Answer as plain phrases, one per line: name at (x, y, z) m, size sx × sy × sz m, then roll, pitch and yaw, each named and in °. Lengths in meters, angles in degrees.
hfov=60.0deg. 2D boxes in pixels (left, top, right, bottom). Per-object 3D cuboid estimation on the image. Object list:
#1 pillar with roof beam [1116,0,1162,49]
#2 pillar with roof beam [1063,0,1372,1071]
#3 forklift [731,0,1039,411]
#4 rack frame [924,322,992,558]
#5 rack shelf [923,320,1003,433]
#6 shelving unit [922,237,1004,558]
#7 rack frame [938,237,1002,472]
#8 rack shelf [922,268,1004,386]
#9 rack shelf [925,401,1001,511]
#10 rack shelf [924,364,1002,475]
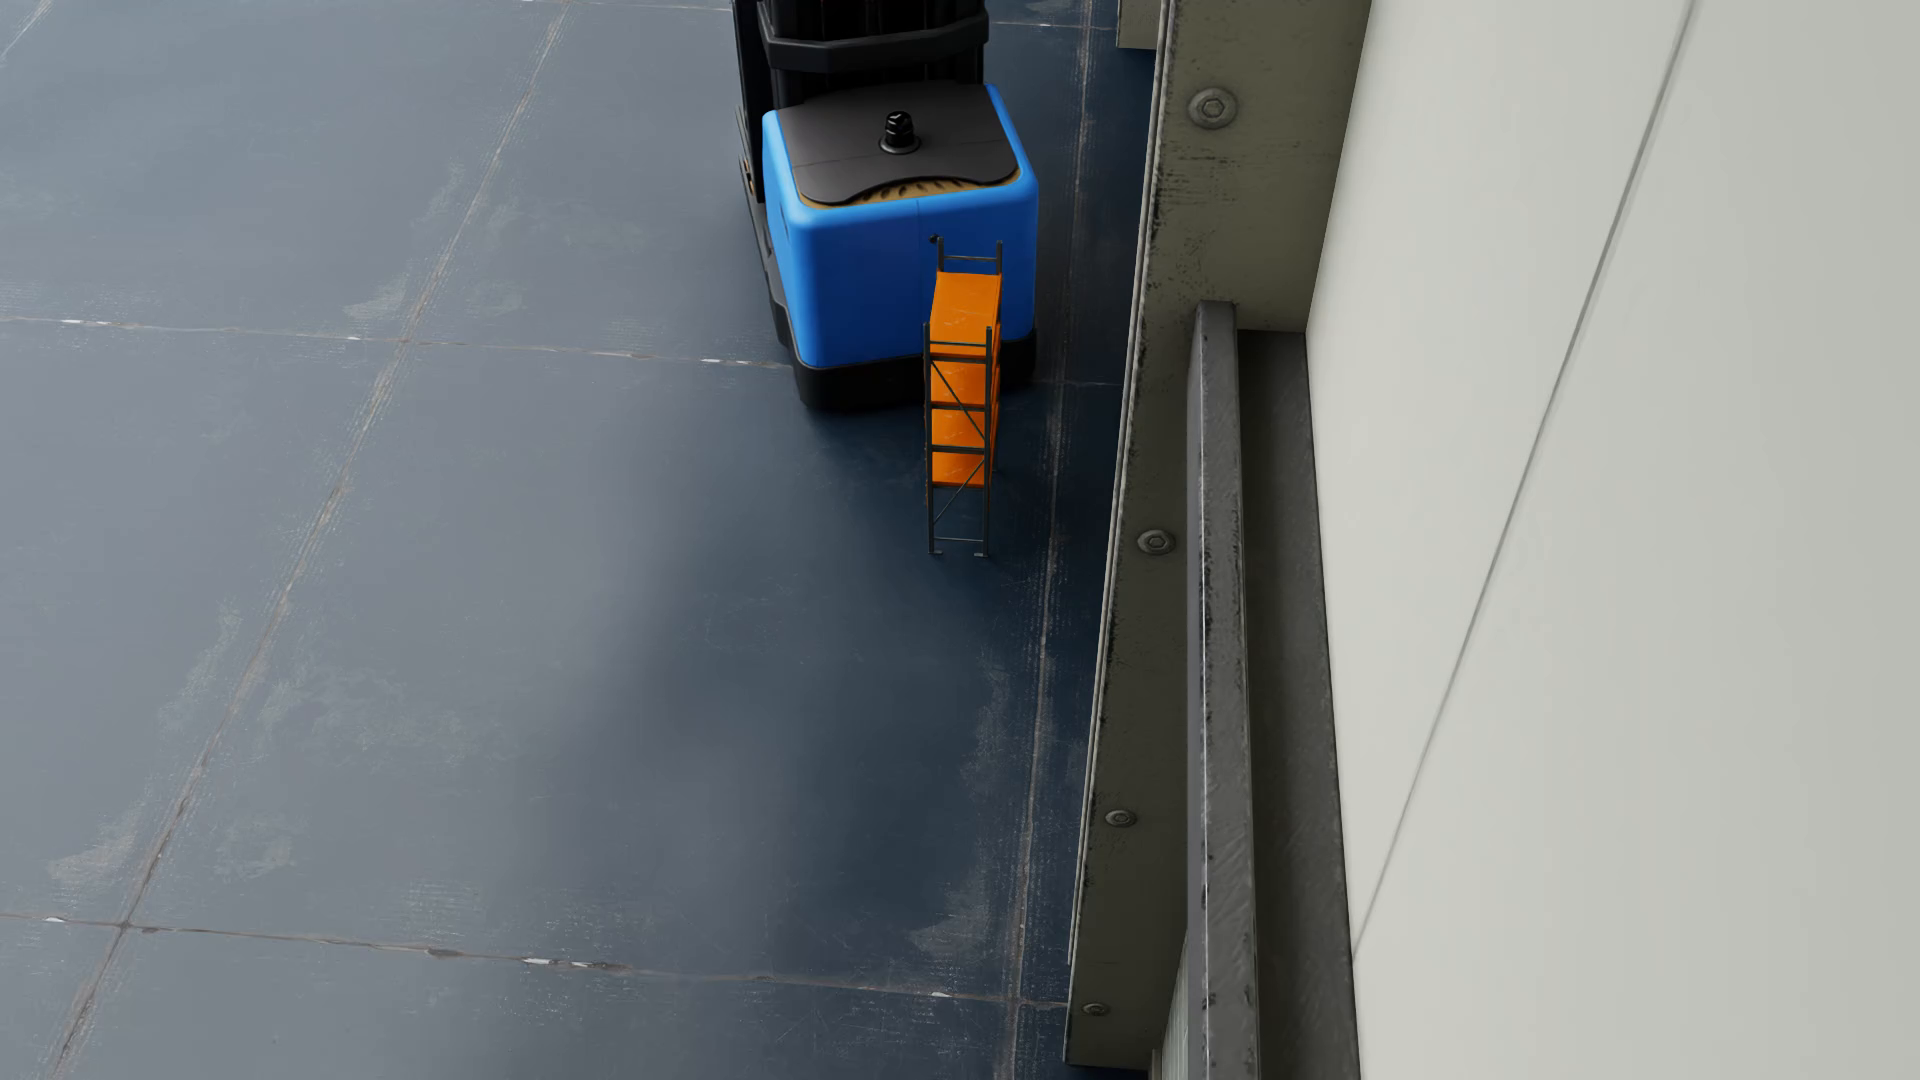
pillar with roof beam at (-3.243, -6.216, 6.363) m, size 9.100 × 9.000 × 0.400 m, roll 4°, pitch 48°, yaw 4°
pillar with roof beam at (-3.790, -1.807, 2.330) m, size 9.100 × 9.000 × 0.400 m, roll 4°, pitch 48°, yaw 4°
forklift at (-0.489, -2.656, 7.219) m, size 1.130 × 2.935 × 3.031 m, roll -9°, pitch 48°, yaw -9°
rack frame at (-0.007, -0.347, 6.280) m, size 0.240 × 1.200 × 0.015 m, roll 4°, pitch 48°, yaw 4°
rack shelf at (0.015, -0.632, 6.329) m, size 0.258 × 0.148 × 0.480 m, roll 4°, pitch 48°, yaw 4°
shelving unit at (0.015, -0.527, 6.444) m, size 0.258 × 1.200 × 0.503 m, roll 4°, pitch 48°, yaw 4°
rack frame at (0.037, -0.706, 6.608) m, size 0.240 × 1.200 × 0.015 m, roll 4°, pitch 48°, yaw 4°
rack shelf at (0.015, -0.792, 6.154) m, size 0.258 × 0.148 × 0.480 m, roll 4°, pitch 48°, yaw 4°
rack shelf at (0.015, -0.347, 6.641) m, size 0.258 × 0.148 × 0.480 m, roll 4°, pitch 48°, yaw 4°
rack shelf at (0.015, -0.481, 6.494) m, size 0.258 × 0.148 × 0.480 m, roll 4°, pitch 48°, yaw 4°
